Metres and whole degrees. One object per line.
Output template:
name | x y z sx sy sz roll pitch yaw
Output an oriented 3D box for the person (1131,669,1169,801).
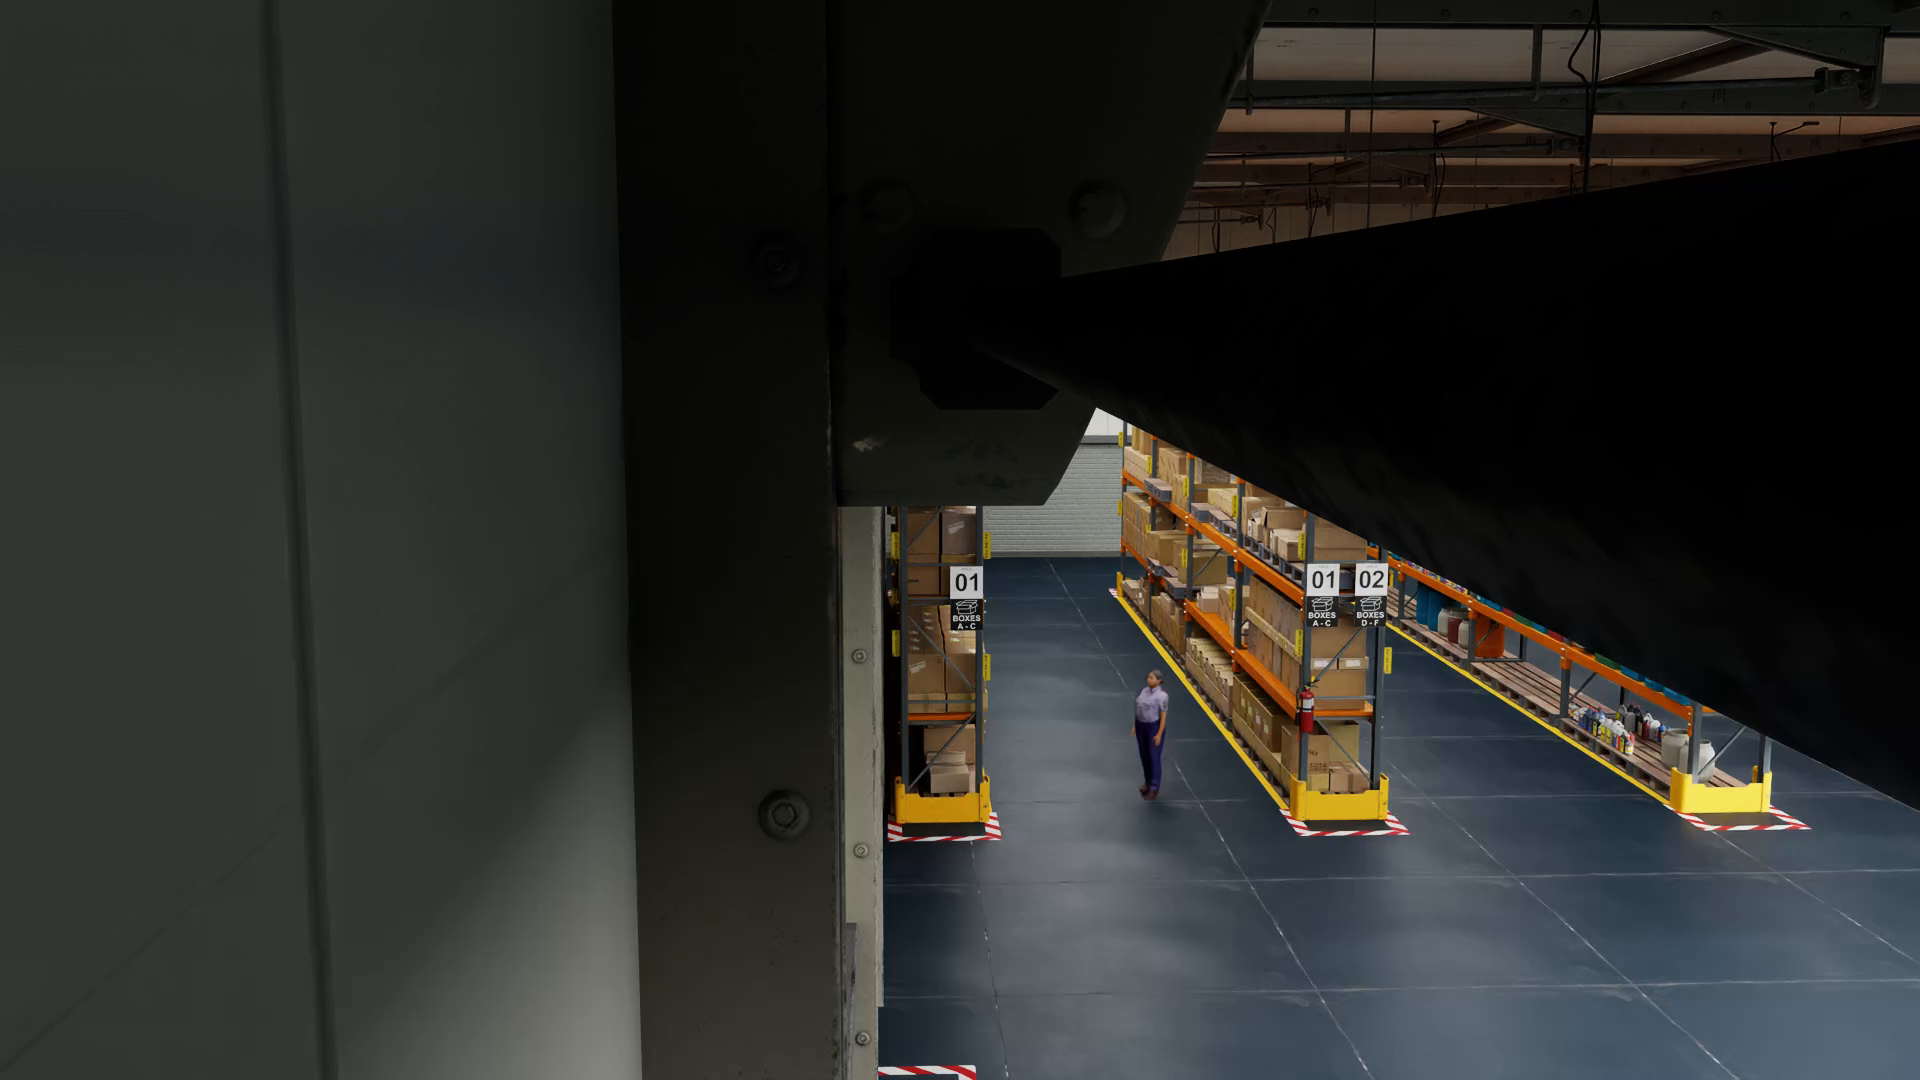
person | 2.446 2.515 21.584 0.491 1.654 0.513 8 11 44
